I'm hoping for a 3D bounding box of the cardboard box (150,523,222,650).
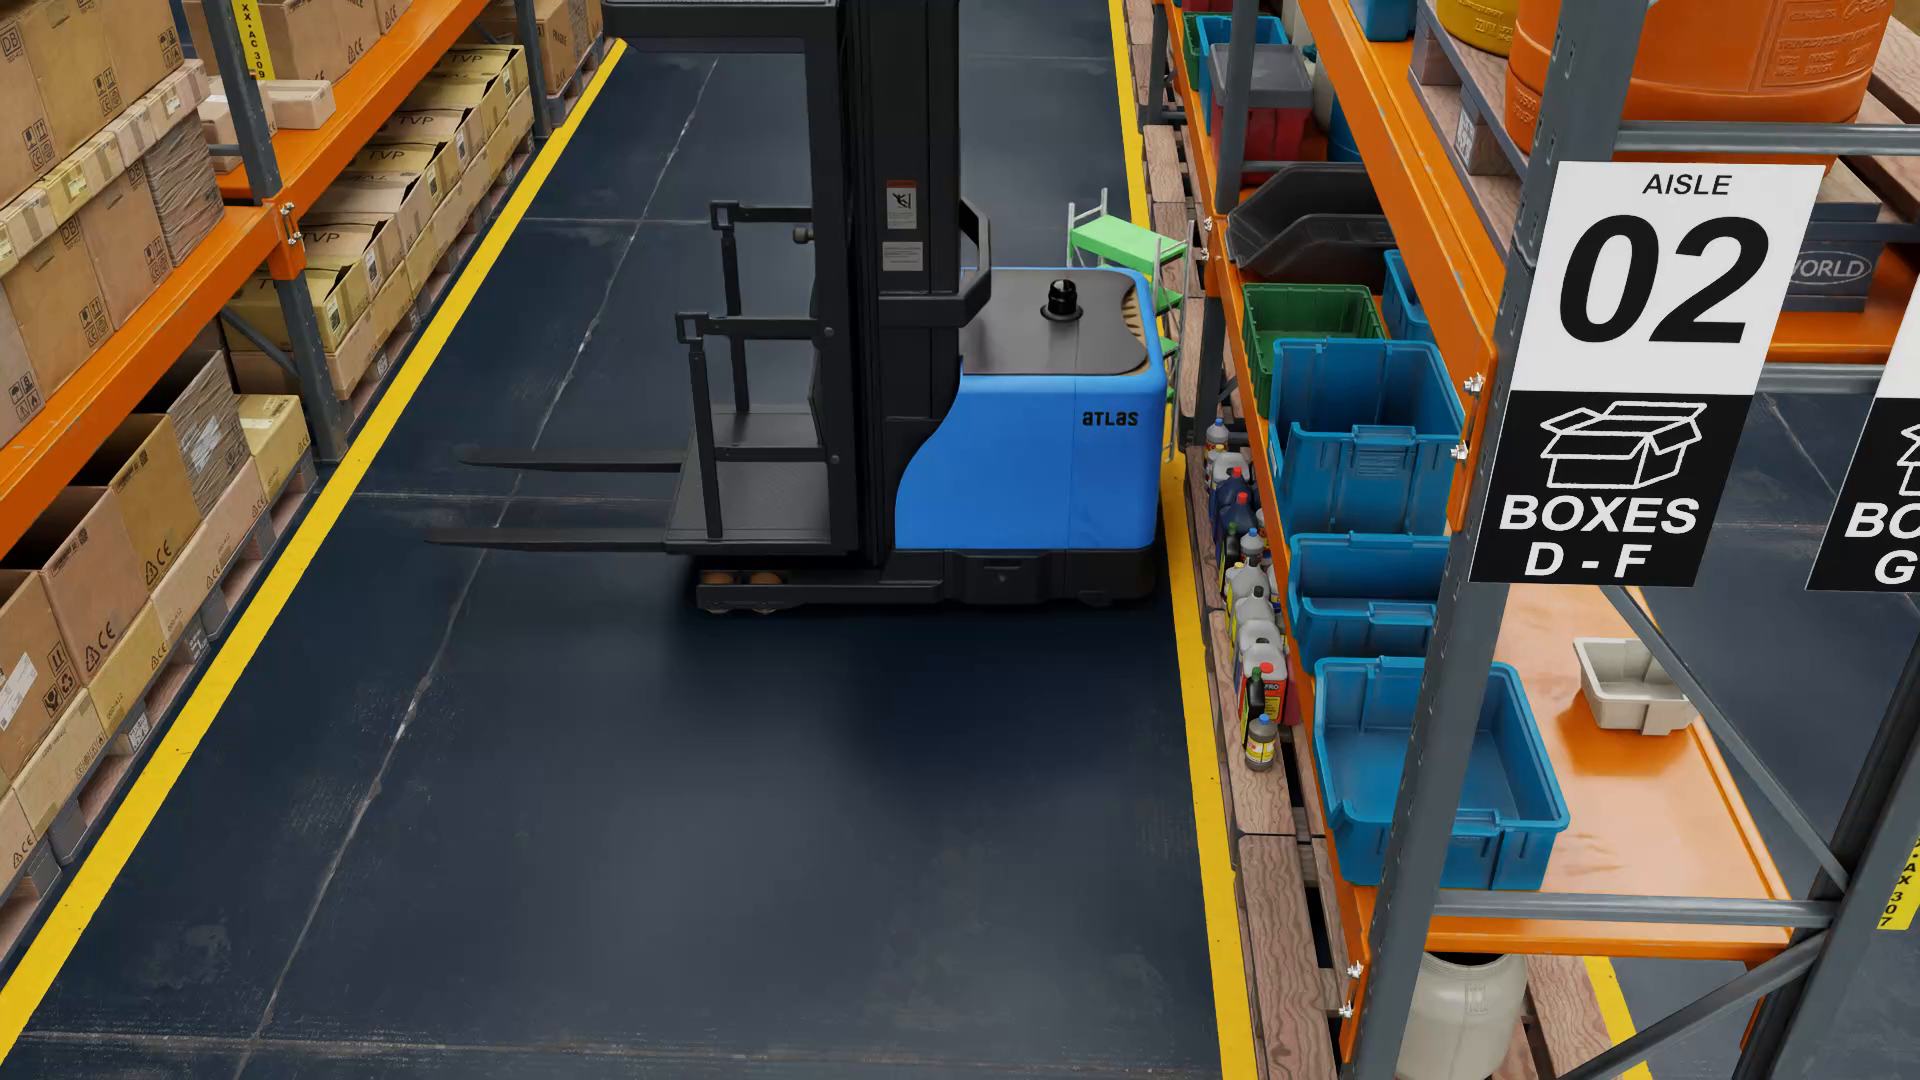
[{"bbox_3d":[-3.223,0.170,6.425,0.500,0.250,0.500,1,35,2],"label":"cardboard box"}]

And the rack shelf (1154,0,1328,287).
[{"bbox_3d":[1.642,-2.367,8.635,1.077,0.370,4.000,1,35,2],"label":"rack shelf"}]

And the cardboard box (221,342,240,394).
[{"bbox_3d":[-3.661,-0.921,7.978,0.500,0.250,0.500,1,35,1],"label":"cardboard box"}]

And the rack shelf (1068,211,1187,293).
[{"bbox_3d":[0.738,-1.265,7.282,0.480,0.148,0.258,30,45,35],"label":"rack shelf"}]

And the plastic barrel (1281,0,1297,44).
[{"bbox_3d":[1.866,-2.783,8.483,0.433,0.535,0.433,0,35,0],"label":"plastic barrel"}]

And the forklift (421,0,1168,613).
[{"bbox_3d":[-0.710,-1.205,6.415,3.031,2.935,1.130,0,35,0],"label":"forklift"}]

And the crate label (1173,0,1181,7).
[{"bbox_3d":[1.412,-3.260,9.250,0.502,0.435,0.616,1,35,2],"label":"crate label"}]

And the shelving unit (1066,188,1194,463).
[{"bbox_3d":[0.738,-0.924,7.522,0.503,1.200,0.258,30,45,35],"label":"shelving unit"}]

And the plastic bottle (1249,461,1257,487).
[{"bbox_3d":[1.231,-0.220,6.934,0.061,0.283,0.133,1,35,2],"label":"plastic bottle"}]

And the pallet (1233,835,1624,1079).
[{"bbox_3d":[1.395,1.415,5.053,1.003,0.211,1.213,1,35,2],"label":"pallet"}]

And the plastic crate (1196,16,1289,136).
[{"bbox_3d":[1.295,-2.147,7.710,0.392,0.384,0.575,1,35,2],"label":"plastic crate"}]

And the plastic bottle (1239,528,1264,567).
[{"bbox_3d":[1.138,0.072,6.529,0.097,0.271,0.097,0,35,0],"label":"plastic bottle"}]

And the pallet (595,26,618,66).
[{"bbox_3d":[-3.108,-3.913,12.635,1.003,0.211,1.213,1,35,2],"label":"pallet"}]

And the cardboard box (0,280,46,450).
[{"bbox_3d":[-3.457,-0.529,5.307,0.700,0.500,0.500,2,35,3],"label":"cardboard box"}]

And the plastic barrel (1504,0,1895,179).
[{"bbox_3d":[1.293,-1.071,2.818,0.600,0.830,0.708,1,35,2],"label":"plastic barrel"}]

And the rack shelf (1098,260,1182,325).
[{"bbox_3d":[0.738,-1.068,7.420,0.480,0.148,0.258,30,45,35],"label":"rack shelf"}]

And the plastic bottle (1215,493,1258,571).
[{"bbox_3d":[1.107,-0.046,6.628,0.144,0.351,0.185,0,35,0],"label":"plastic bottle"}]

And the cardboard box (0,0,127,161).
[{"bbox_3d":[-3.418,-1.655,5.781,0.700,0.500,0.500,1,35,2],"label":"cardboard box"}]

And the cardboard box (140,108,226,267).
[{"bbox_3d":[-3.399,-1.415,6.567,0.700,0.500,0.500,0,35,1],"label":"cardboard box"}]

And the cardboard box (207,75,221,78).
[{"bbox_3d":[-3.536,-2.083,7.723,0.396,0.266,0.258,1,35,1],"label":"cardboard box"}]

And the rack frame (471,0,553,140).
[{"bbox_3d":[-3.227,-3.927,10.229,1.000,3.000,0.127,1,35,2],"label":"rack frame"}]

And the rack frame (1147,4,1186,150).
[{"bbox_3d":[1.722,-3.811,10.063,1.000,3.000,0.127,1,35,2],"label":"rack frame"}]

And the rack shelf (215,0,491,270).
[{"bbox_3d":[-3.307,-2.484,8.801,1.077,0.370,4.000,1,35,2],"label":"rack shelf"}]

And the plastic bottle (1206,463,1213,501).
[{"bbox_3d":[1.102,-0.258,7.059,0.097,0.201,0.097,0,35,0],"label":"plastic bottle"}]

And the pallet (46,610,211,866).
[{"bbox_3d":[-3.508,0.671,6.112,1.003,0.211,1.213,1,35,2],"label":"pallet"}]

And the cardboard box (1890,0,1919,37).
[{"bbox_3d":[6.720,-3.395,10.954,1.225,0.875,0.875,0,35,0],"label":"cardboard box"}]

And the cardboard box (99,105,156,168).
[{"bbox_3d":[-3.205,-1.482,6.098,0.380,0.149,0.250,0,35,1],"label":"cardboard box"}]

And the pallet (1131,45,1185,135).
[{"bbox_3d":[1.712,-3.124,11.511,1.003,0.211,1.213,1,35,2],"label":"pallet"}]

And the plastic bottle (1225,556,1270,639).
[{"bbox_3d":[1.090,0.198,6.280,0.144,0.351,0.185,1,35,2],"label":"plastic bottle"}]

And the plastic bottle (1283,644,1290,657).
[{"bbox_3d":[1.205,0.454,6.047,0.097,0.201,0.097,0,35,0],"label":"plastic bottle"}]

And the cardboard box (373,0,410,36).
[{"bbox_3d":[-3.278,-3.004,8.828,0.500,0.500,0.500,0,35,-1],"label":"cardboard box"}]

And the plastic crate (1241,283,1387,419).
[{"bbox_3d":[1.225,-0.652,5.754,0.450,0.188,0.662,1,35,2],"label":"plastic crate"}]

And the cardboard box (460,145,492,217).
[{"bbox_3d":[-3.045,-2.081,9.628,0.500,0.250,0.500,2,35,3],"label":"cardboard box"}]

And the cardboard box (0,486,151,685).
[{"bbox_3d":[-3.242,0.151,5.801,0.500,0.500,0.500,1,35,2],"label":"cardboard box"}]

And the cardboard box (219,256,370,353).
[{"bbox_3d":[-3.122,-1.137,7.797,0.500,0.311,0.500,1,35,2],"label":"cardboard box"}]

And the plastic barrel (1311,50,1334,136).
[{"bbox_3d":[1.819,-2.113,7.529,0.433,0.535,0.433,0,35,0],"label":"plastic barrel"}]

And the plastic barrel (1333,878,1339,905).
[{"bbox_3d":[1.371,0.964,5.068,0.421,0.512,0.421,0,35,0],"label":"plastic barrel"}]

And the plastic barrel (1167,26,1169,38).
[{"bbox_3d":[1.770,-3.926,11.960,0.600,0.588,0.708,1,35,2],"label":"plastic barrel"}]

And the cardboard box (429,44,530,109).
[{"bbox_3d":[-3.002,-2.897,10.301,0.500,0.311,0.500,2,35,3],"label":"cardboard box"}]

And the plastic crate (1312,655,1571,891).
[{"bbox_3d":[1.122,0.552,3.985,0.499,0.251,0.616,1,35,2],"label":"plastic crate"}]

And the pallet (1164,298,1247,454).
[{"bbox_3d":[1.554,-0.824,8.238,1.003,0.211,1.213,1,35,2],"label":"pallet"}]

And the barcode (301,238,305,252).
[{"bbox_3d":[-2.962,-1.316,7.470,0.001,0.075,0.075,1,35,2],"label":"barcode"}]

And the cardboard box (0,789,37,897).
[{"bbox_3d":[-3.288,1.032,5.199,0.500,0.250,0.500,1,35,2],"label":"cardboard box"}]

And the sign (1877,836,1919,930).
[{"bbox_3d":[1.950,0.688,3.422,0.100,0.325,0.005,1,35,2],"label":"sign"}]

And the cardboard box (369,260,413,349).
[{"bbox_3d":[-3.102,-1.195,8.368,0.500,0.250,0.500,2,35,3],"label":"cardboard box"}]

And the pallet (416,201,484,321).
[{"bbox_3d":[-3.351,-1.615,9.364,1.003,0.211,1.213,1,35,2],"label":"pallet"}]

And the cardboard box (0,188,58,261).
[{"bbox_3d":[-3.237,-1.045,5.477,0.380,0.149,0.250,2,35,3],"label":"cardboard box"}]

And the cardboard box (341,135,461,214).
[{"bbox_3d":[-3.062,-2.020,9.054,0.500,0.311,0.500,2,35,3],"label":"cardboard box"}]

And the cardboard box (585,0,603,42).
[{"bbox_3d":[-2.883,-3.928,12.022,0.500,0.500,0.500,1,35,1],"label":"cardboard box"}]

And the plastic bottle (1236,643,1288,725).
[{"bbox_3d":[1.074,0.511,5.901,0.152,0.276,0.135,2,35,2],"label":"plastic bottle"}]
